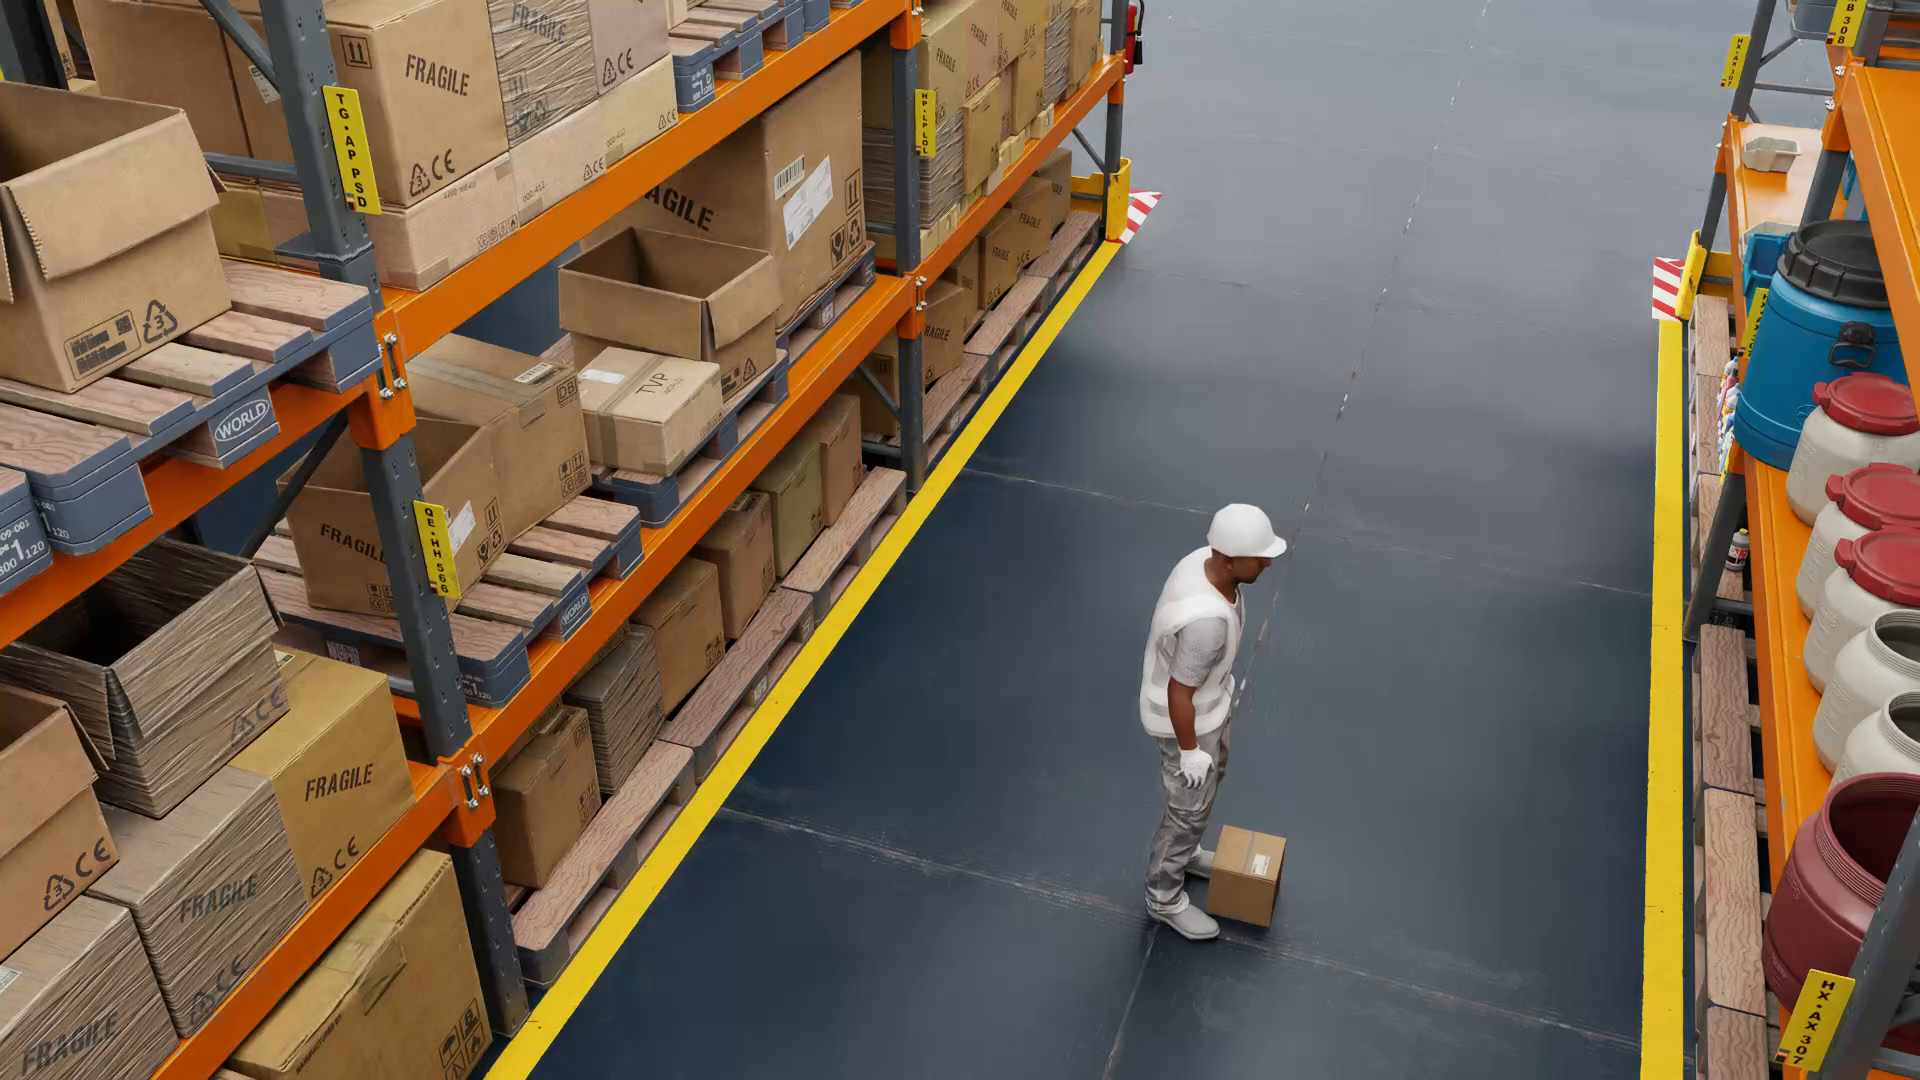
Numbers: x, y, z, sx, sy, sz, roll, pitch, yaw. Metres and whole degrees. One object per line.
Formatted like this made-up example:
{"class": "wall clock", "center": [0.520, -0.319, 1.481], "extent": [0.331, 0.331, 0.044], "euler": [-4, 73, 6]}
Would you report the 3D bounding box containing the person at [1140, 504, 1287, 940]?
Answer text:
{"class": "person", "center": [0.896, 0.638, 6.147], "extent": [0.452, 1.772, 0.616], "euler": [10, 34, 14]}
